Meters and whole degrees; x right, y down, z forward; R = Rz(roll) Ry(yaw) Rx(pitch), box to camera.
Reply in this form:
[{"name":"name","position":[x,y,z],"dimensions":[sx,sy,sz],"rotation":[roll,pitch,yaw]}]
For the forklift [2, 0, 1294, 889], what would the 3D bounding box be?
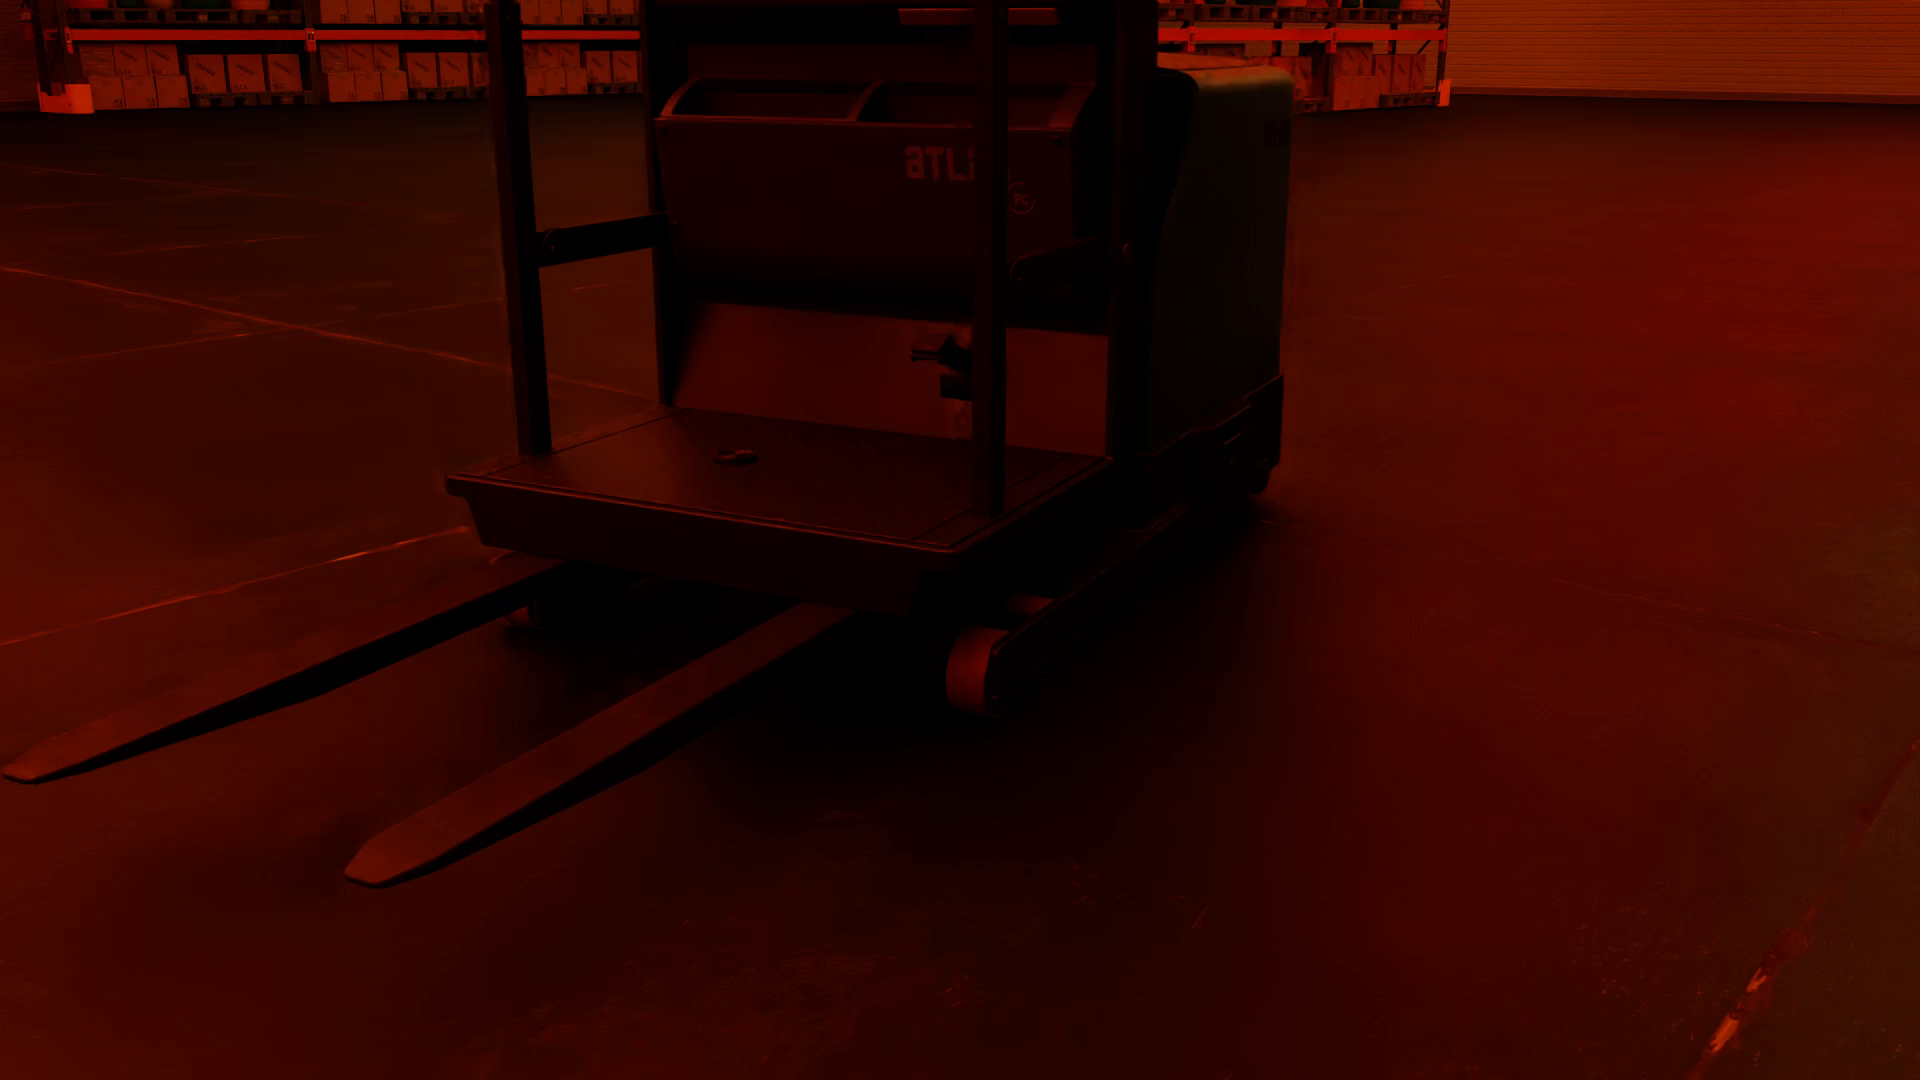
[{"name":"forklift","position":[-0.275,-1.234,2.960],"dimensions":[1.130,2.935,3.031],"rotation":[8,19,26]}]
